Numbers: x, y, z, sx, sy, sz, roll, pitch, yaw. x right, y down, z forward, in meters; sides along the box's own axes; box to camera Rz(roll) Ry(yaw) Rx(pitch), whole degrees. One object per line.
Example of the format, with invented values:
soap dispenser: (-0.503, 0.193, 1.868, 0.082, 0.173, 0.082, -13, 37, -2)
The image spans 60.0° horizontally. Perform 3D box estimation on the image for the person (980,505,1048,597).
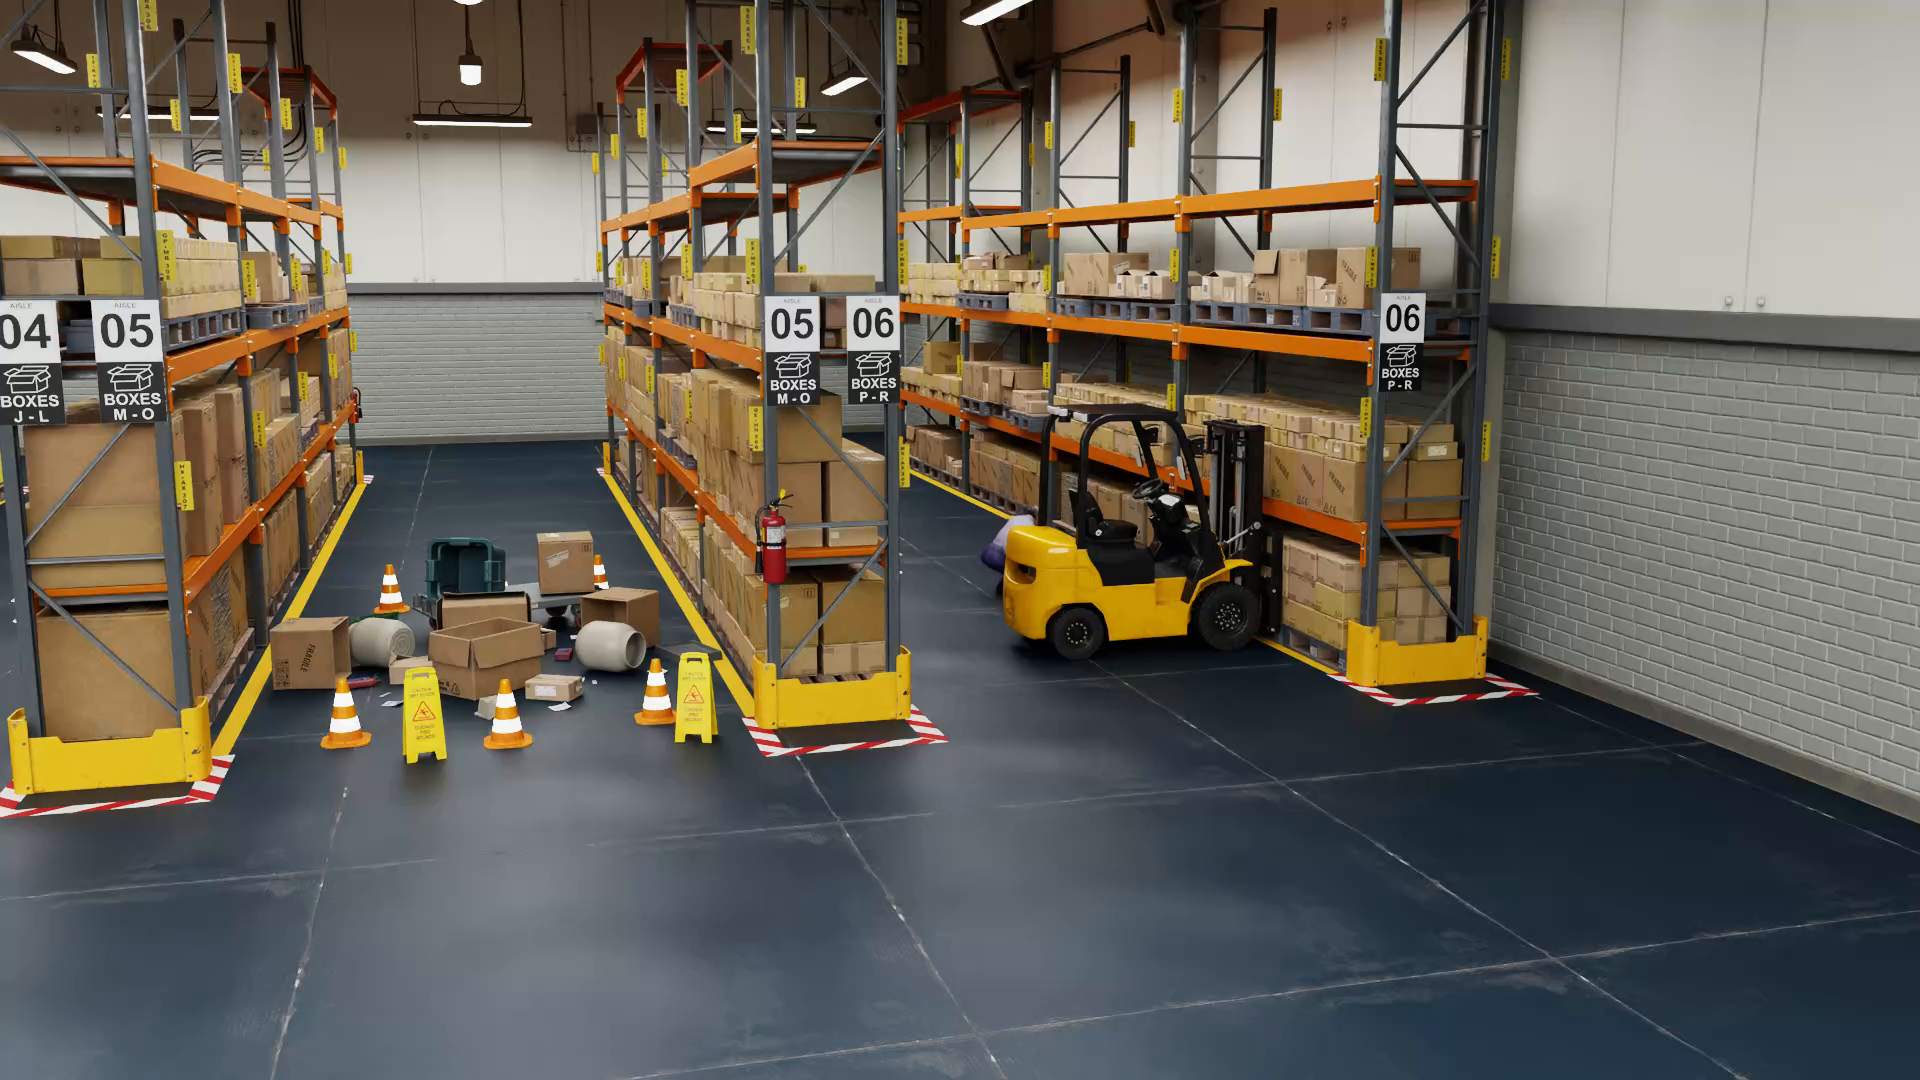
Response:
person: (0.619, 0.167, 17.397, 0.809, 0.857, 0.497, -3, 10, -17)
